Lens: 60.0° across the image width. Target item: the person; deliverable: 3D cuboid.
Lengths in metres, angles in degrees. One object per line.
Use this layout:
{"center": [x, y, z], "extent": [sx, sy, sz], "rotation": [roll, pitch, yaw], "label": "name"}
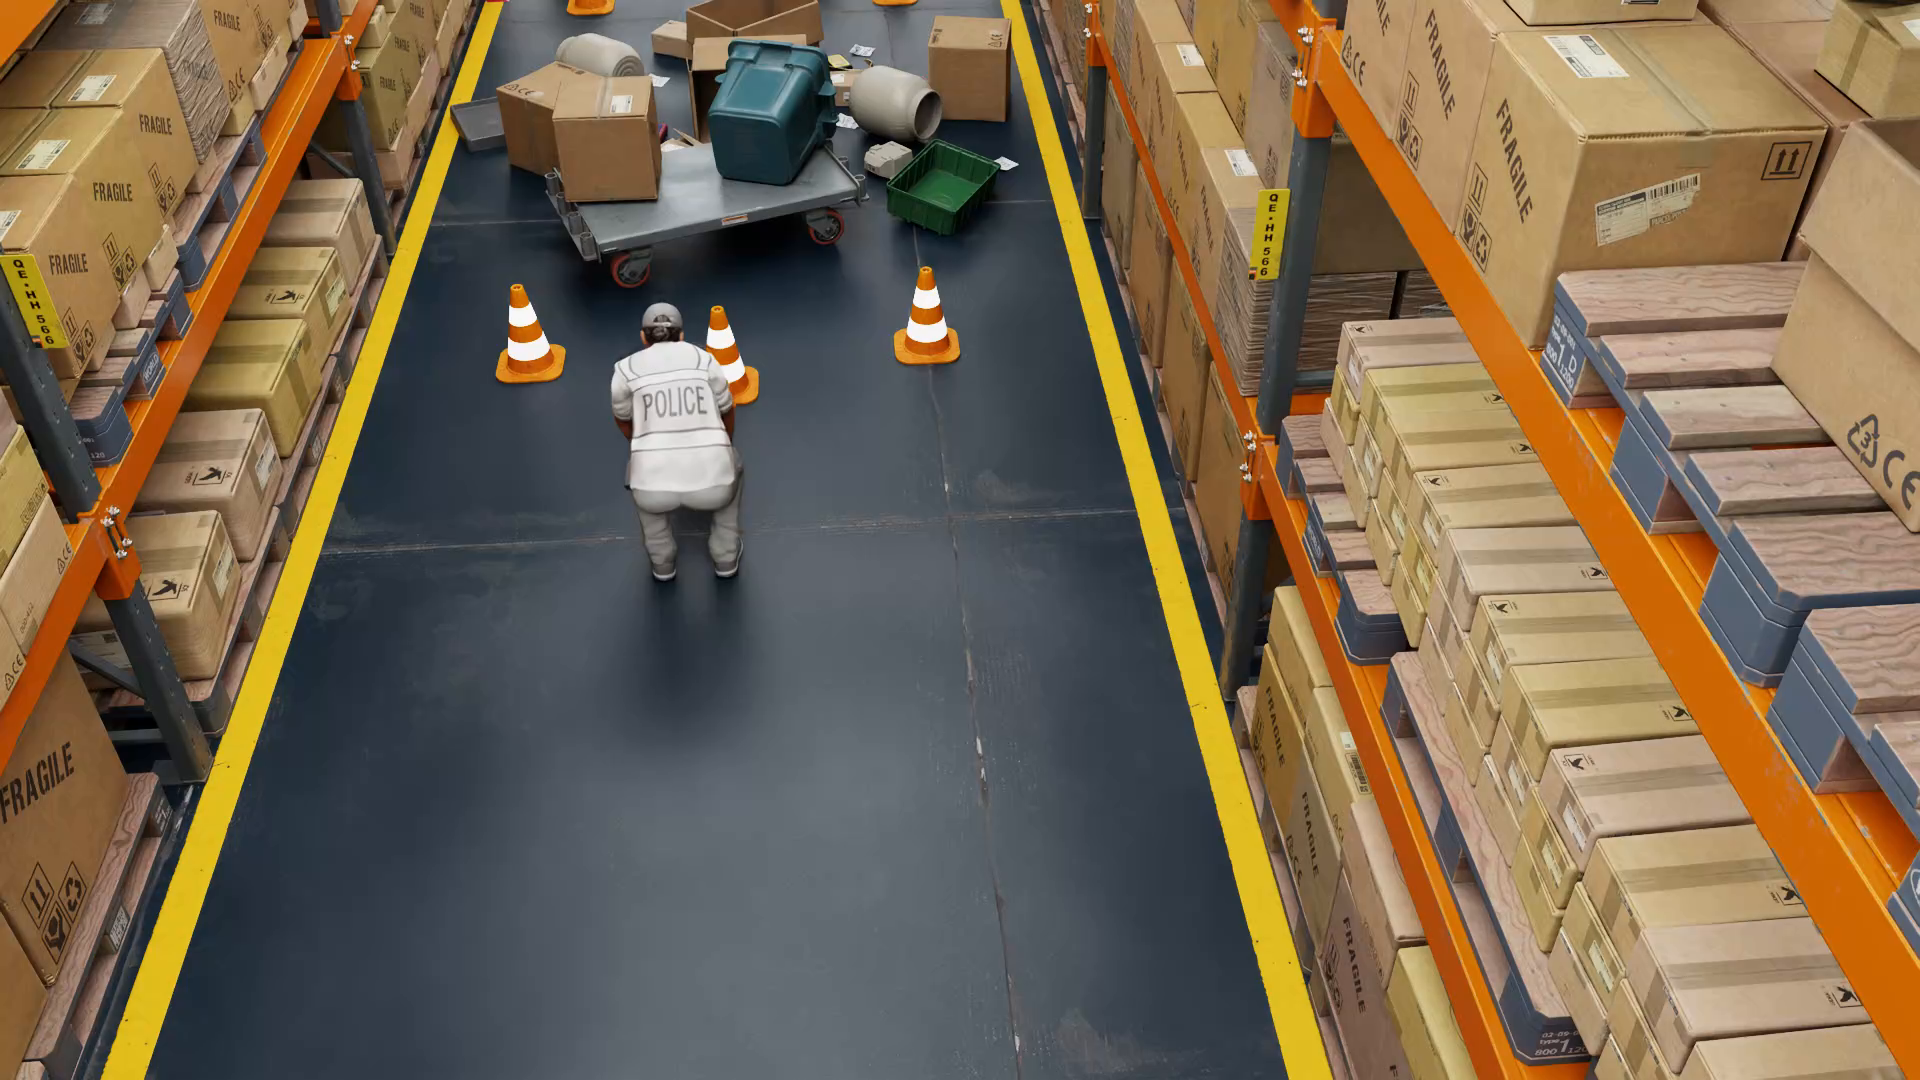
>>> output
{"center": [-1.202, -0.377, 7.076], "extent": [0.535, 1.084, 0.831], "rotation": [-3, 39, -4], "label": "person"}
